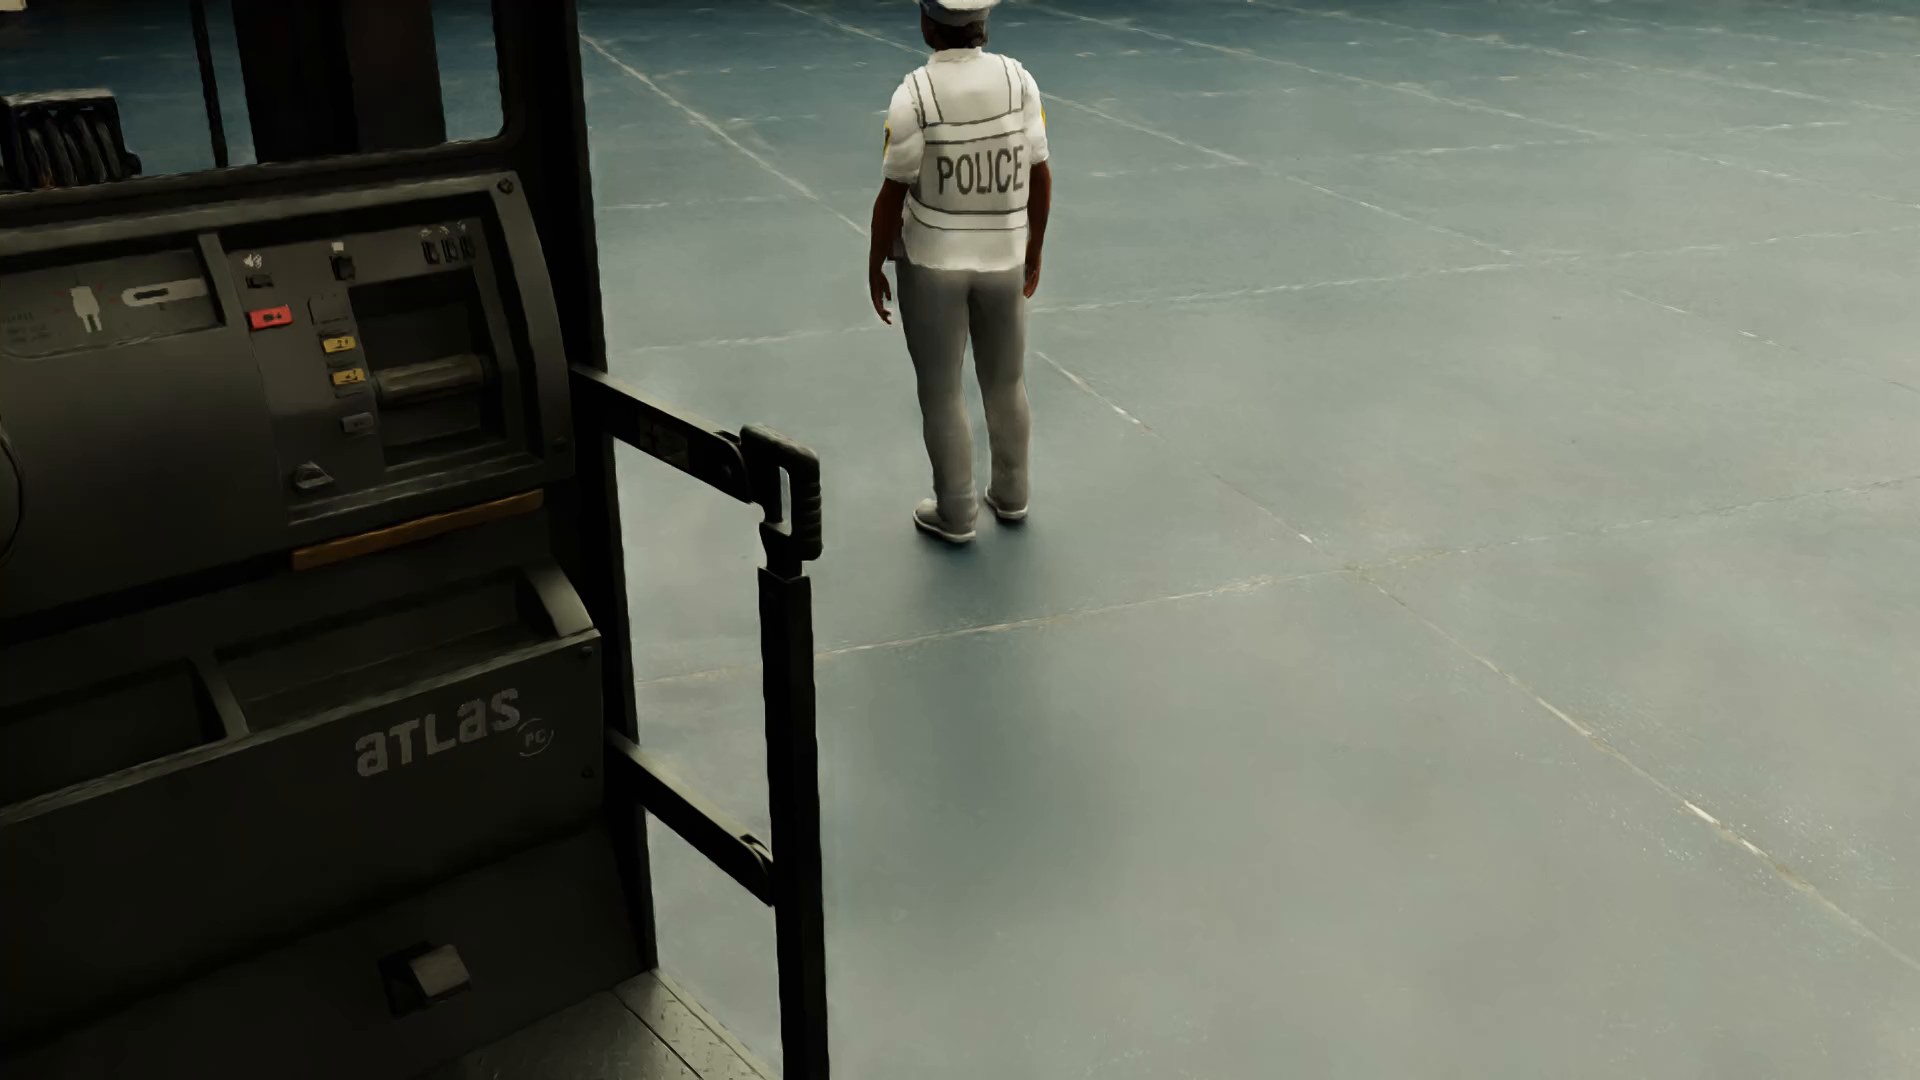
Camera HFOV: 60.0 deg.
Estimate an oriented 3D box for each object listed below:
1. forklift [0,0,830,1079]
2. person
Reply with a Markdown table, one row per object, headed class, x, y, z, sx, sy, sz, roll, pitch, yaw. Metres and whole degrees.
| class | x | y | z | sx | sy | sz | roll | pitch | yaw |
| --- | --- | --- | --- | --- | --- | --- | --- | --- | --- |
| forklift | -0.751 | -0.164 | 1.689 | 1.130 | 2.935 | 3.031 | -18 | 29 | -36 |
| person | -0.007 | -0.818 | 4.819 | 0.570 | 1.695 | 0.529 | -8 | 24 | -18 |
